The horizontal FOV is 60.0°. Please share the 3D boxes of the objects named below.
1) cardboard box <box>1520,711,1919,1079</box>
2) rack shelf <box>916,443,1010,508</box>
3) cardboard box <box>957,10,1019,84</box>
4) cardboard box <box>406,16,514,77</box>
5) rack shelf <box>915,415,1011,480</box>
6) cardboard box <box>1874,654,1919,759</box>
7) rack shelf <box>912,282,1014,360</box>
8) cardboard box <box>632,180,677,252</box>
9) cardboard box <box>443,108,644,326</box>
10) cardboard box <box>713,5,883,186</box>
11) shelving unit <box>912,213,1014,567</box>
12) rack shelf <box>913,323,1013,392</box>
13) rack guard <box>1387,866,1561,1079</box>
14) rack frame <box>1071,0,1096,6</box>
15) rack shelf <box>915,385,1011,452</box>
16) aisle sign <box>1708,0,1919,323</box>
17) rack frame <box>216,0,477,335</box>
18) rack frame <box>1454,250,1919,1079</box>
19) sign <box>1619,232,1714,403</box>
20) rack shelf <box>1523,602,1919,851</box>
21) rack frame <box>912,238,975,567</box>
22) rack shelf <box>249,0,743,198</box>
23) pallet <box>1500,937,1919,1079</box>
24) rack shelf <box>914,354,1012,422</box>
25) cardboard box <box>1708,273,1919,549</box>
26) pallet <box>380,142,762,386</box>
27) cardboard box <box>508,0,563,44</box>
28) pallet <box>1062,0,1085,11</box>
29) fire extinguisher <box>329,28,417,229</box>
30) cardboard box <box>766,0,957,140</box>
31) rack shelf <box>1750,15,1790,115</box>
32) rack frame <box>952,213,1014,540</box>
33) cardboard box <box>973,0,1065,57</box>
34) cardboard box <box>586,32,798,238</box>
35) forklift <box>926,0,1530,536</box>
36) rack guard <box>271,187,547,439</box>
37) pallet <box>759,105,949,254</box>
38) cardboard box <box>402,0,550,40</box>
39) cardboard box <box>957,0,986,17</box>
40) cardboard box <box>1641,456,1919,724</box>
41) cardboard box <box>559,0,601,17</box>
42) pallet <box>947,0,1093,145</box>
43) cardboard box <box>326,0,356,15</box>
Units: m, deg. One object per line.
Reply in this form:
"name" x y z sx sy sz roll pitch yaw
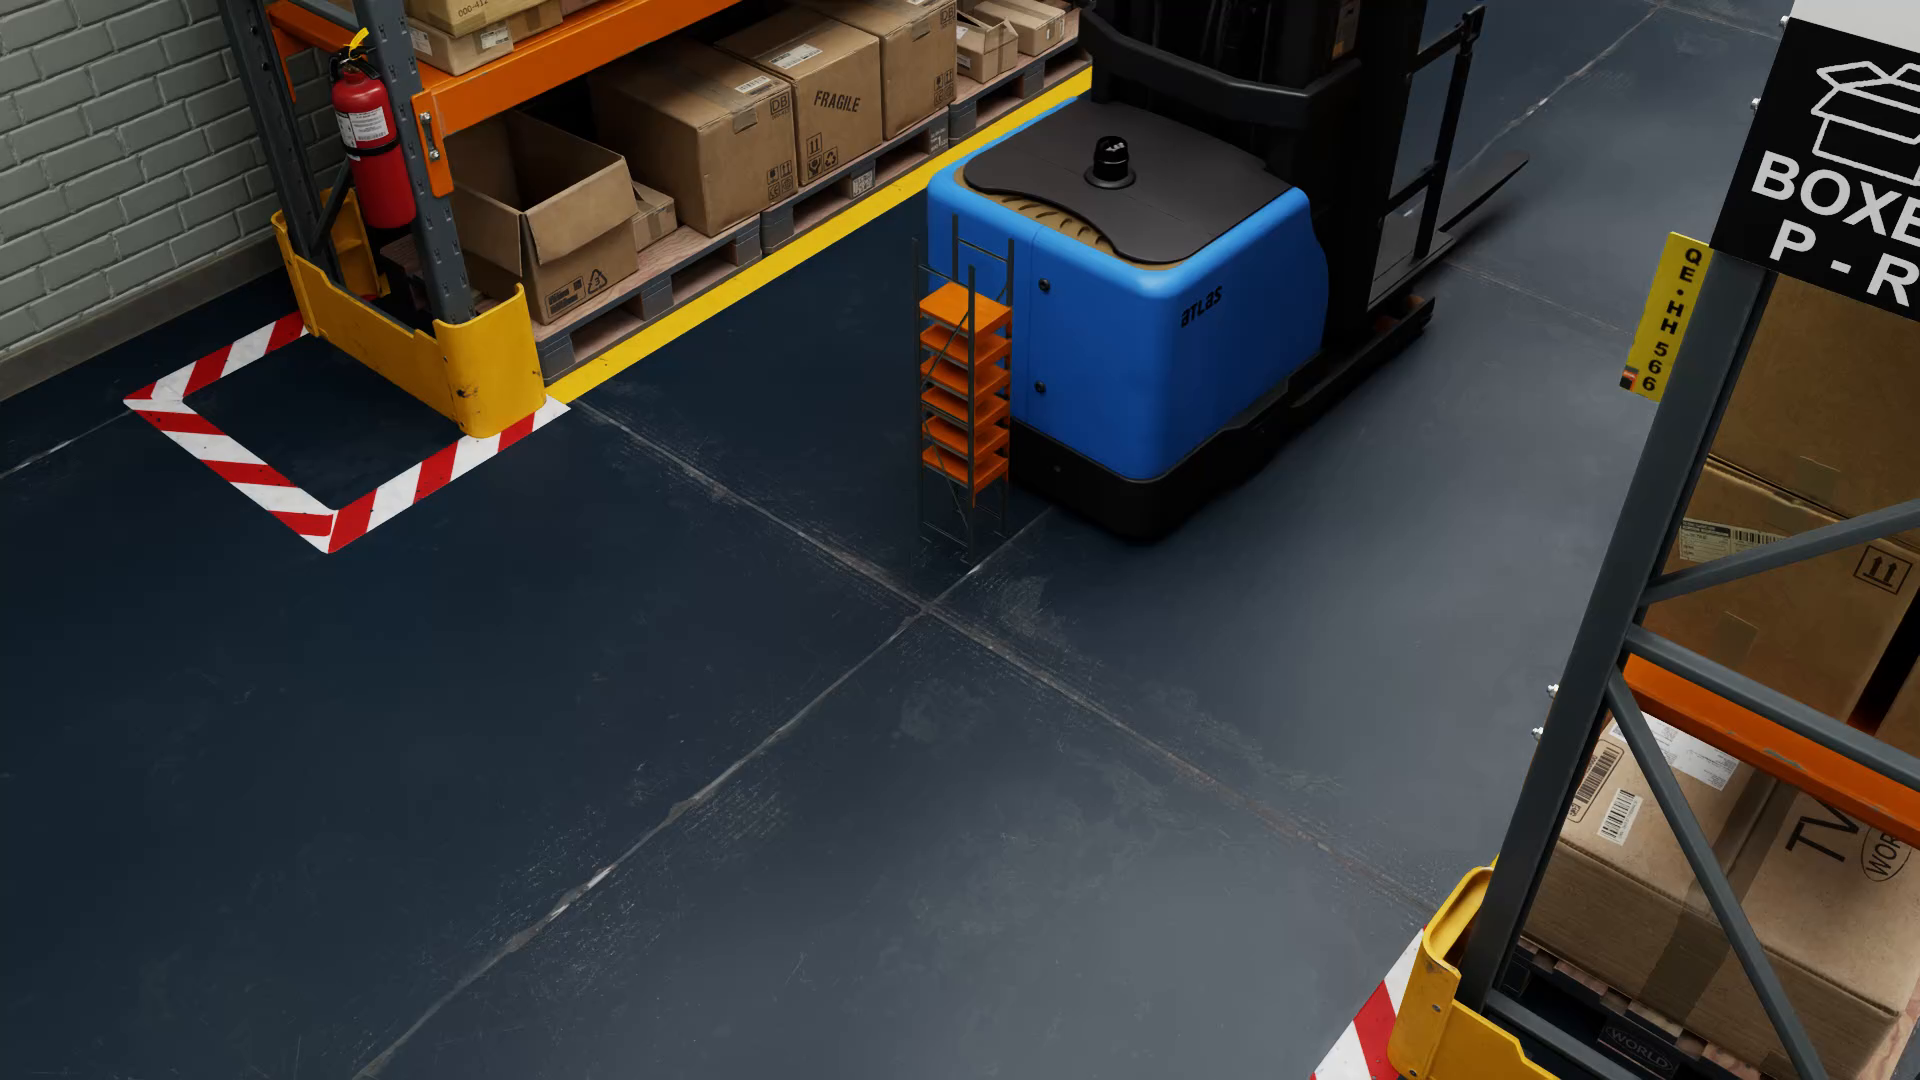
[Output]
"cardboard box" 1.996 0.787 4.247 0.875 0.438 0.875 28 49 27
"rack shelf" 0.009 -0.241 5.546 0.258 0.103 0.180 29 50 28
"cardboard box" 0.057 -2.375 7.852 0.396 0.266 0.258 31 51 30
"cardboard box" -1.732 -1.727 5.606 0.380 0.149 0.250 29 50 28
"rack shelf" 0.009 -0.330 5.465 0.258 0.103 0.180 29 50 28
"cardboard box" 2.176 0.218 3.206 0.500 0.500 0.500 29 50 28
"rack shelf" 0.009 -0.685 5.142 0.258 0.103 0.180 29 50 28
"cardboard box" -1.385 -1.346 6.807 0.380 0.149 0.250 28 49 27
"cardboard box" -1.688 -1.275 6.466 0.797 0.503 0.637 28 49 27
"cardboard box" -0.691 -1.926 7.184 0.500 0.500 0.500 30 50 29
"shelving unit" 0.009 -0.451 5.355 0.258 1.200 0.189 29 50 28
"rack shelf" 0.009 -0.596 5.223 0.258 0.103 0.180 29 50 28
"rack guard" 1.632 1.315 3.932 1.175 0.500 0.348 29 50 28
"rack frame" 0.420 -3.829 7.731 1.000 3.000 0.127 29 50 28
"rack shelf" 0.009 -0.419 5.384 0.258 0.103 0.180 29 50 28
"aisle sign" 1.364 -0.681 2.337 0.394 0.787 0.004 29 50 28
"rack frame" -2.154 -1.769 5.466 1.000 3.000 0.127 29 50 28
"rack frame" 1.648 0.378 3.105 1.000 3.000 0.127 29 50 28
"sign" 1.241 -0.380 2.902 0.100 0.325 0.005 29 50 28
"rack shelf" 2.935 -0.386 4.479 1.077 0.370 4.000 29 50 28
"rack frame" -0.050 -0.404 5.303 0.240 1.200 0.006 29 50 28
"rack shelf" -0.867 -2.533 6.841 1.077 0.370 4.000 29 50 28
"pallet" 2.102 0.964 4.533 1.003 0.211 1.213 29 50 28
"rack shelf" 0.009 -0.507 5.304 0.258 0.103 0.180 29 50 28
"cardboard box" 1.776 -0.380 3.121 0.500 0.500 0.500 31 51 30
"pallet" -1.593 -1.187 6.899 1.003 0.211 1.213 29 50 28
"cardboard box" -1.604 -1.878 5.772 0.380 0.149 0.250 31 51 29
"pallet" 0.915 -3.232 9.148 1.003 0.211 1.213 29 50 28
"fire extinguisher" -1.895 -1.327 5.314 0.296 0.674 0.183 29 50 28
"cardboard box" -0.440 -2.232 7.520 0.700 0.500 0.500 28 49 27
"rack shelf" 2.935 -1.496 3.470 1.077 0.370 4.000 29 50 28
"rack frame" 0.068 -0.498 5.406 0.240 1.200 0.006 29 50 28
"cardboard box" 0.287 -2.515 8.094 0.380 0.149 0.250 28 49 27
"cardboard box" -1.108 -1.697 6.933 0.700 0.500 0.500 32 51 30
"forklift" 1.235 -2.005 5.777 1.130 2.935 3.031 31 51 30
"rack guard" -2.105 -0.884 6.350 1.175 0.500 0.348 29 50 28
"pallet" -0.807 -1.813 7.587 1.003 0.211 1.213 29 50 28
"cardboard box" -1.656 -1.941 5.545 0.500 0.250 0.500 30 50 29
"cardboard box" -0.186 -2.752 8.233 0.500 0.311 0.500 31 51 30
"cardboard box" 1.755 -0.022 3.470 0.500 0.500 0.500 30 50 29
"cardboard box" -1.462 -2.028 5.938 0.380 0.149 0.250 29 50 28
"pallet" -0.022 -2.444 8.281 1.003 0.211 1.213 29 50 28
"cardboard box" -2.146 -1.963 5.866 0.380 0.149 0.250 29 50 28
